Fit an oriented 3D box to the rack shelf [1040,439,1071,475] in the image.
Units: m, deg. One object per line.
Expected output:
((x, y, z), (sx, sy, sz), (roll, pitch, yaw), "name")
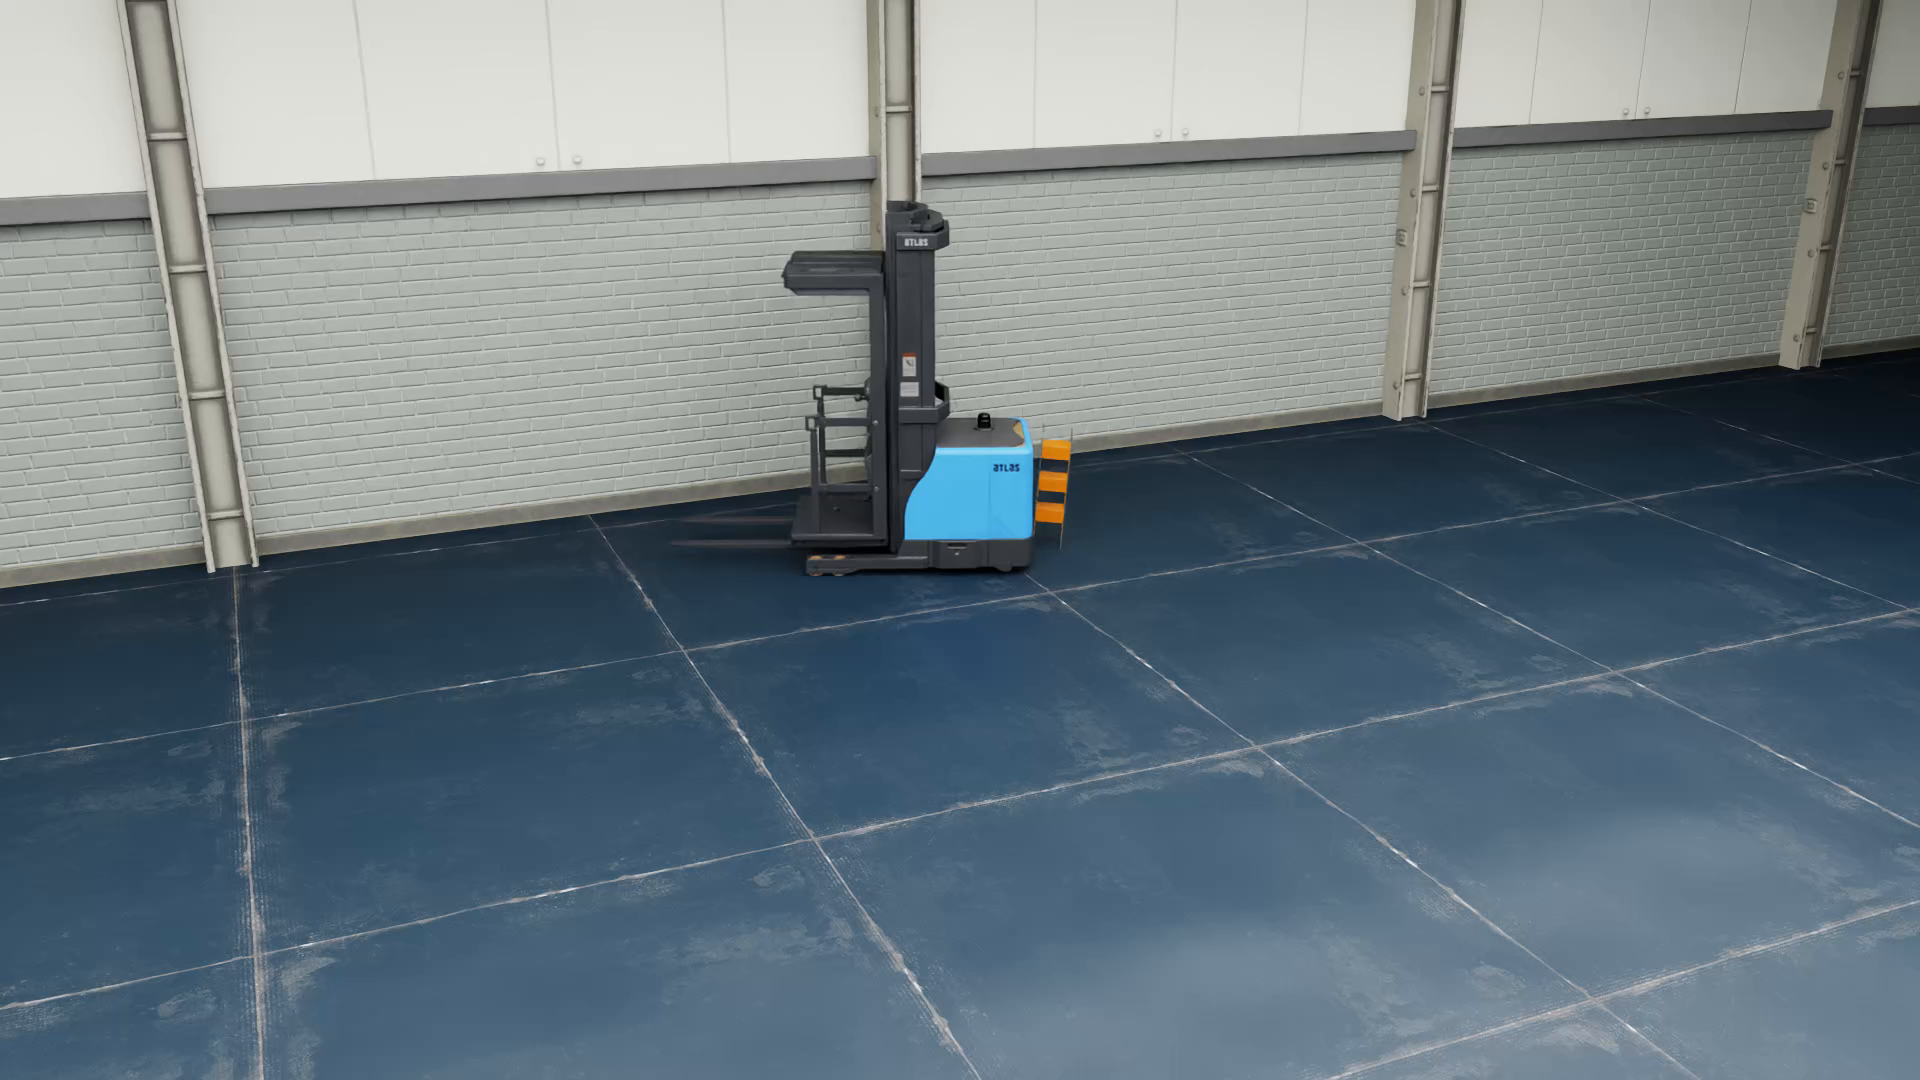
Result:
((0.810, -0.713, 14.120), (0.240, 0.259, 0.215), (5, 20, 2), "rack shelf")

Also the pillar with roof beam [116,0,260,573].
((-4.396, -2.734, 8.739), (0.400, 9.000, 9.100), (-8, 21, -22), "pillar with roof beam")

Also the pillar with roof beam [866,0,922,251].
((1.113, -3.524, 10.980), (0.400, 9.000, 9.100), (-8, 21, -22), "pillar with roof beam")

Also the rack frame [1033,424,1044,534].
((0.667, -0.468, 14.216), (0.008, 1.050, 0.200), (5, 20, 2), "rack frame")

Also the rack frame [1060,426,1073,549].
((0.910, -0.445, 14.208), (0.008, 1.050, 0.200), (5, 20, 2), "rack frame")

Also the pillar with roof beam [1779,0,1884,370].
((12.132, -5.102, 15.464), (0.400, 9.000, 9.100), (-8, 21, -22), "pillar with roof beam")

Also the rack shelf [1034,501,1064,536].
((0.766, -0.186, 14.309), (0.240, 0.259, 0.215), (5, 20, 2), "rack shelf")

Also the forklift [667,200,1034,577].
((-0.917, -1.260, 13.687), (3.031, 2.935, 1.130), (0, 19, -1), "forklift")

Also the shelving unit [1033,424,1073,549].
((0.788, -0.457, 14.212), (0.252, 1.050, 0.215), (5, 20, 2), "shelving unit")

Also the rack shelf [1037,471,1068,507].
((0.787, -0.447, 14.216), (0.240, 0.259, 0.215), (5, 20, 2), "rack shelf")

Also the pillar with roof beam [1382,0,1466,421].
((6.622, -4.313, 13.222), (0.400, 9.000, 9.100), (-8, 21, -22), "pillar with roof beam")
